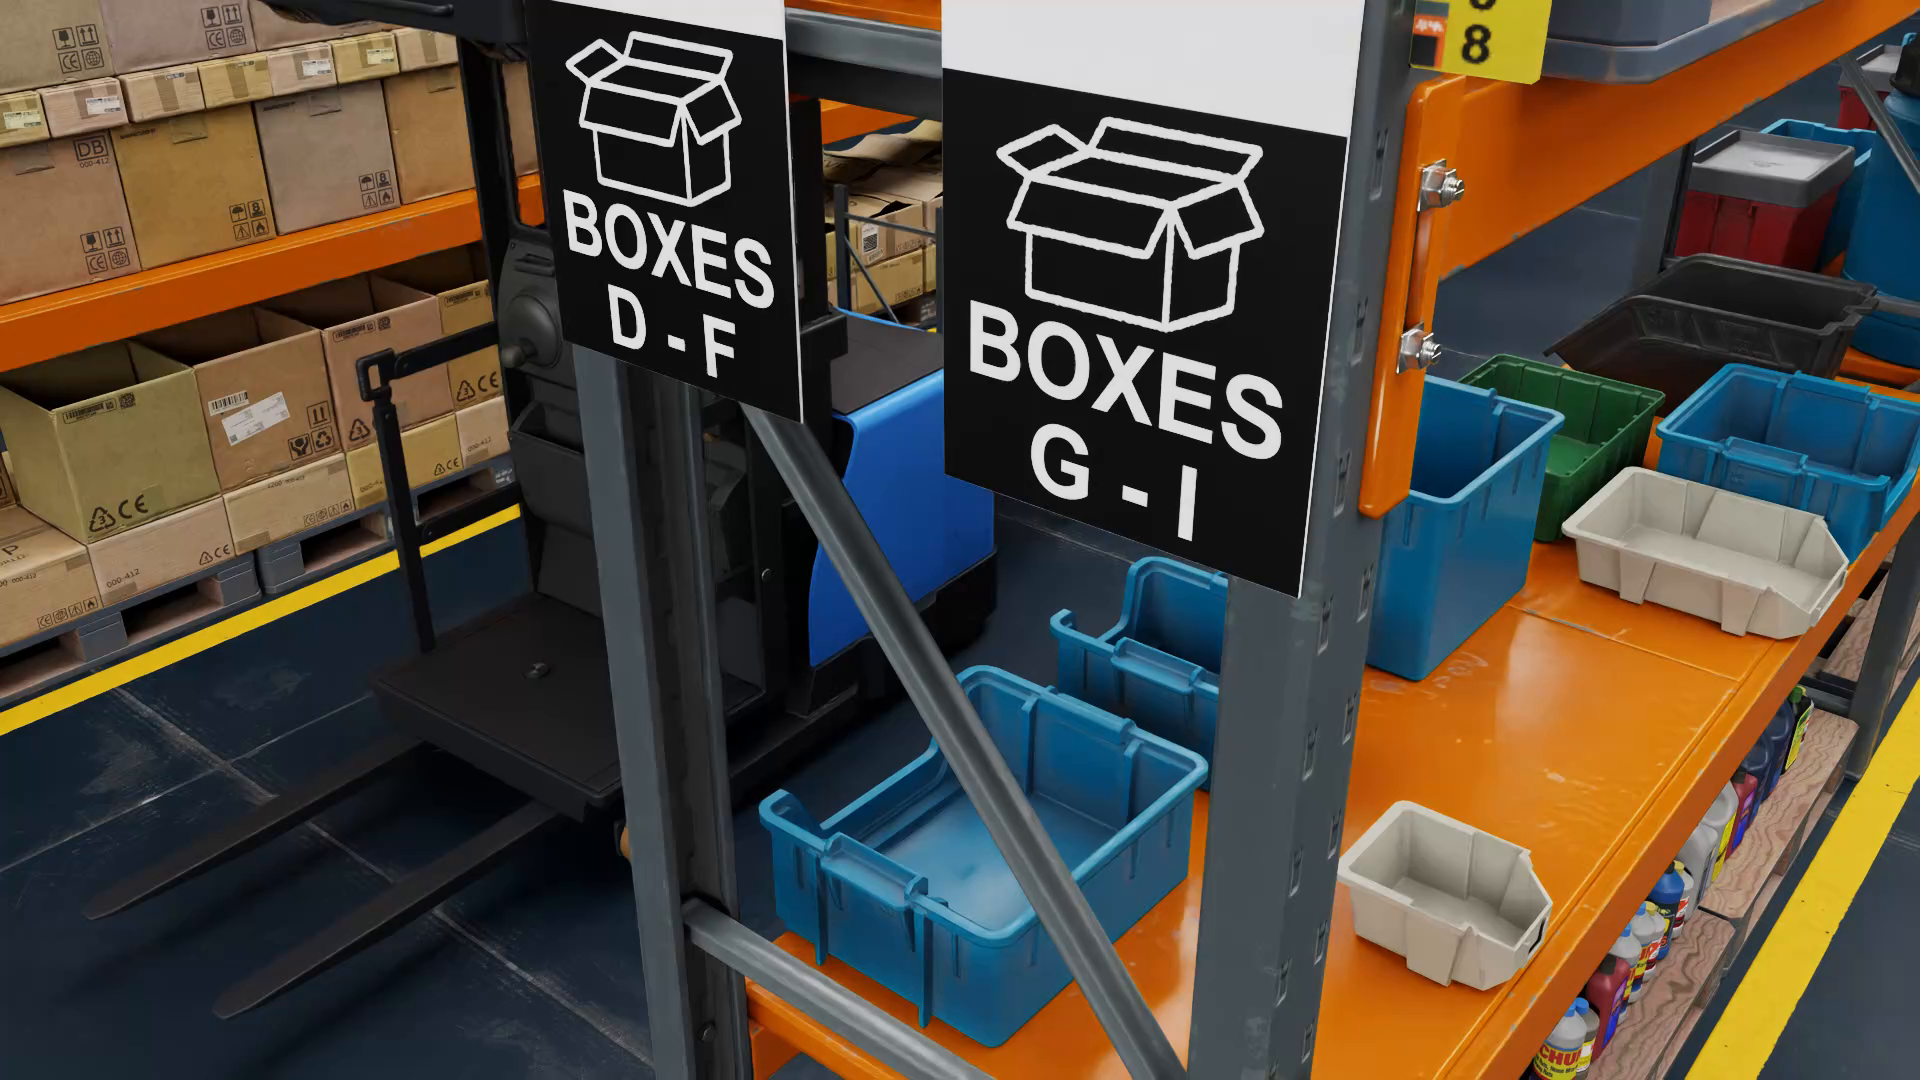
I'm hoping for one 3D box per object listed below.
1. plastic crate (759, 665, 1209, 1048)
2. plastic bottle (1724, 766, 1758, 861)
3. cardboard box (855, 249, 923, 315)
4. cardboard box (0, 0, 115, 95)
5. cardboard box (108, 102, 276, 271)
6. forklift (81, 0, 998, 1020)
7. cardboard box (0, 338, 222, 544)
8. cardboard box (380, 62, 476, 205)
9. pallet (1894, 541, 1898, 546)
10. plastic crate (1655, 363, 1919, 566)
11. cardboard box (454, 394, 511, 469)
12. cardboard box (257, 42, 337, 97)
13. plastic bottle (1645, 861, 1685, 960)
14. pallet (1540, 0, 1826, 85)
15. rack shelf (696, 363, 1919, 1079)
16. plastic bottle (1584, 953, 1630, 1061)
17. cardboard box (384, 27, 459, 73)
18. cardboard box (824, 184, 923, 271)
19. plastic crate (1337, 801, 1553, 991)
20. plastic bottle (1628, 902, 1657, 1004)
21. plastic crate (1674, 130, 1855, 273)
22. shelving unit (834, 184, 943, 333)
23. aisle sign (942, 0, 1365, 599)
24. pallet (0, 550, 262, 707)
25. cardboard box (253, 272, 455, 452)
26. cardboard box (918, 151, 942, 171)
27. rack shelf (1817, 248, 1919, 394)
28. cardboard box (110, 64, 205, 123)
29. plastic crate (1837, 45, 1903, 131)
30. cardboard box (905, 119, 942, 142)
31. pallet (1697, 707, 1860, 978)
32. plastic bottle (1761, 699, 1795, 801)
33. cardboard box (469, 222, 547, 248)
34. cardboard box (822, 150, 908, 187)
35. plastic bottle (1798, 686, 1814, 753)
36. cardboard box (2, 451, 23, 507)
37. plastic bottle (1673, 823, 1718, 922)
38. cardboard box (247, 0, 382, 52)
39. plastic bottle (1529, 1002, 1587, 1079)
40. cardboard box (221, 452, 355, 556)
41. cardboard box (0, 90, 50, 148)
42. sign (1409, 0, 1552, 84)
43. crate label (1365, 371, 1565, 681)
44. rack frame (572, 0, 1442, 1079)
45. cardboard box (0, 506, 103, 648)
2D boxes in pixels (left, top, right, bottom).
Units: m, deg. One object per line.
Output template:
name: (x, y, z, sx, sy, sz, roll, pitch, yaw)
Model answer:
plastic crate: (0.045, 0.487, 2.706, 0.499, 0.251, 0.616, 21, 34, 34)
plastic bottle: (2.121, 0.729, 4.553, 0.061, 0.283, 0.133, 23, 35, 38)
cardboard box: (-0.545, -1.398, 8.724, 0.500, 0.250, 0.500, 22, 34, 36)
cardboard box: (-3.192, -1.753, 5.352, 0.700, 0.500, 0.500, 20, 33, 33)
cardboard box: (-2.905, -1.331, 5.950, 0.700, 0.500, 0.500, 21, 34, 35)
forklift: (-1.145, -0.594, 4.707, 1.130, 2.935, 3.031, 19, 33, 32)
cardboard box: (-3.033, -0.365, 5.909, 0.500, 0.500, 0.500, 21, 34, 34)
cardboard box: (-2.248, -1.701, 6.665, 0.700, 0.500, 0.500, 21, 34, 35)
pallet: (3.747, -0.218, 6.942, 1.003, 0.211, 1.213, 21, 34, 34)
plastic crate: (2.007, -0.195, 4.024, 0.499, 0.251, 0.616, 21, 34, 34)
cardboard box: (-2.077, -0.562, 7.108, 0.500, 0.250, 0.500, 21, 34, 34)
cardboard box: (-2.469, -1.717, 5.989, 0.380, 0.149, 0.250, 21, 34, 35)
plastic bottle: (1.761, 0.922, 4.195, 0.097, 0.271, 0.097, 0, 27, 0)
pallet: (0.559, -0.827, 2.026, 1.003, 0.211, 1.213, 21, 34, 34)
rack shelf: (1.229, 0.296, 3.696, 1.077, 0.370, 4.000, 21, 34, 34)
plastic bottle: (1.509, 1.070, 3.894, 0.061, 0.283, 0.133, 21, 34, 35)
cardboard box: (-2.135, -1.905, 6.354, 0.380, 0.149, 0.250, 22, 34, 36)
cardboard box: (-0.541, -1.645, 8.591, 0.500, 0.311, 0.500, 20, 34, 34)
plastic crate: (0.775, 0.580, 2.652, 0.298, 0.136, 0.250, 21, 34, 34)
plastic bottle: (1.632, 0.993, 4.056, 0.097, 0.271, 0.097, 0, 27, 0)
plastic crate: (2.573, -1.022, 5.391, 0.402, 0.464, 0.583, 21, 34, 34)
shelving unit: (0.061, -0.721, 6.512, 0.538, 1.500, 1.048, 19, 33, 32)
aisle sign: (0.137, -0.358, 1.348, 0.394, 0.787, 0.004, 21, 34, 34)
pallet: (-3.409, 0.192, 6.149, 1.003, 0.211, 1.213, 21, 34, 34)
cardboard box: (-2.394, -0.718, 6.592, 0.500, 0.500, 0.500, 21, 34, 34)
cardboard box: (0.113, -2.015, 9.306, 0.500, 0.311, 0.500, 22, 34, 36)
rack shelf: (3.773, -1.122, 6.437, 1.077, 0.370, 4.000, 21, 34, 34)
cardboard box: (-2.792, -1.538, 5.645, 0.380, 0.149, 0.250, 19, 33, 33)
plastic crate: (3.782, -1.696, 6.693, 0.402, 0.464, 0.583, 21, 34, 34)
cardboard box: (0.012, -2.345, 9.944, 0.500, 0.311, 0.500, 20, 33, 33)
pallet: (2.042, 0.732, 5.105, 1.003, 0.211, 1.213, 21, 34, 34)
plastic bottle: (2.314, 0.561, 4.805, 0.144, 0.351, 0.185, 20, 33, 33)
cardboard box: (-1.772, -1.078, 7.288, 0.500, 0.500, 0.500, 21, 34, 34)
cardboard box: (-0.637, -1.986, 9.249, 0.500, 0.311, 0.500, 21, 34, 34)
plastic bottle: (2.511, 0.535, 5.019, 0.097, 0.201, 0.097, 0, 27, 0)
cardboard box: (-3.441, -0.186, 6.380, 0.500, 0.250, 0.500, 21, 34, 34)
plastic bottle: (1.880, 0.833, 4.360, 0.152, 0.276, 0.135, 21, 34, 35)
cardboard box: (-2.553, -2.109, 6.042, 0.700, 0.500, 0.500, 21, 34, 34)
plastic bottle: (1.351, 1.150, 3.752, 0.097, 0.271, 0.097, 0, 27, 0)
cardboard box: (-2.716, -0.209, 6.425, 0.500, 0.250, 0.500, 21, 34, 34)
cardboard box: (-3.121, -1.354, 5.289, 0.380, 0.149, 0.250, 21, 34, 35)
sign: (0.379, -0.488, 1.155, 0.100, 0.325, 0.005, 21, 34, 34)
crate label: (0.919, -0.062, 3.566, 0.502, 0.435, 0.616, 21, 34, 34)
rack frame: (-0.040, 0.687, 2.158, 0.949, 2.616, 0.053, 21, 34, 34)
cardboard box: (-3.350, 0.146, 5.738, 0.500, 0.250, 0.500, 21, 34, 34)
